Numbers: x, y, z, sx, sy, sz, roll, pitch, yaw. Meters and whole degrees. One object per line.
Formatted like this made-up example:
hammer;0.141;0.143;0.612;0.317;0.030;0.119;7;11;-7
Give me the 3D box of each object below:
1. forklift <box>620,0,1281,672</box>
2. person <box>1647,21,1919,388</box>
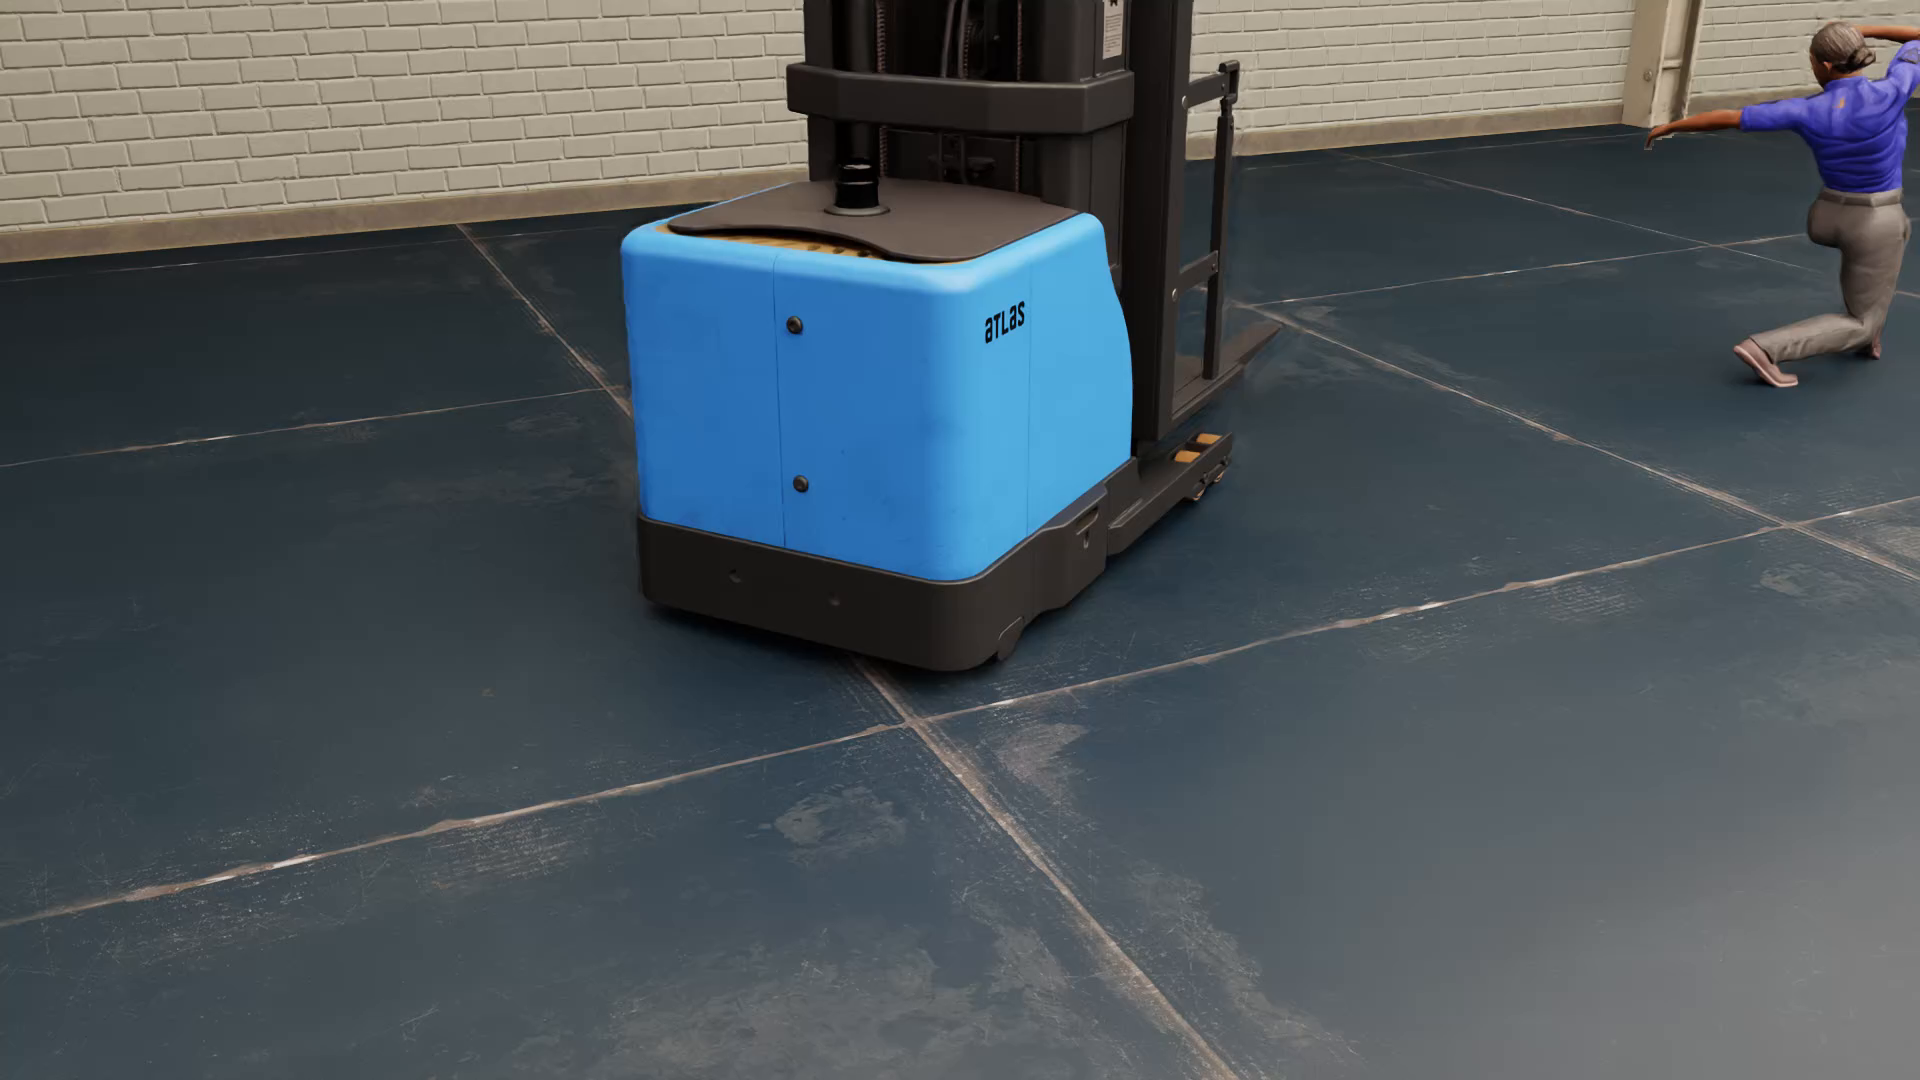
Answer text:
forklift;0.261;-1.552;5.022;1.130;2.935;3.031;12;25;26
person;3.350;-1.386;6.688;0.886;1.387;0.957;-13;26;-28
